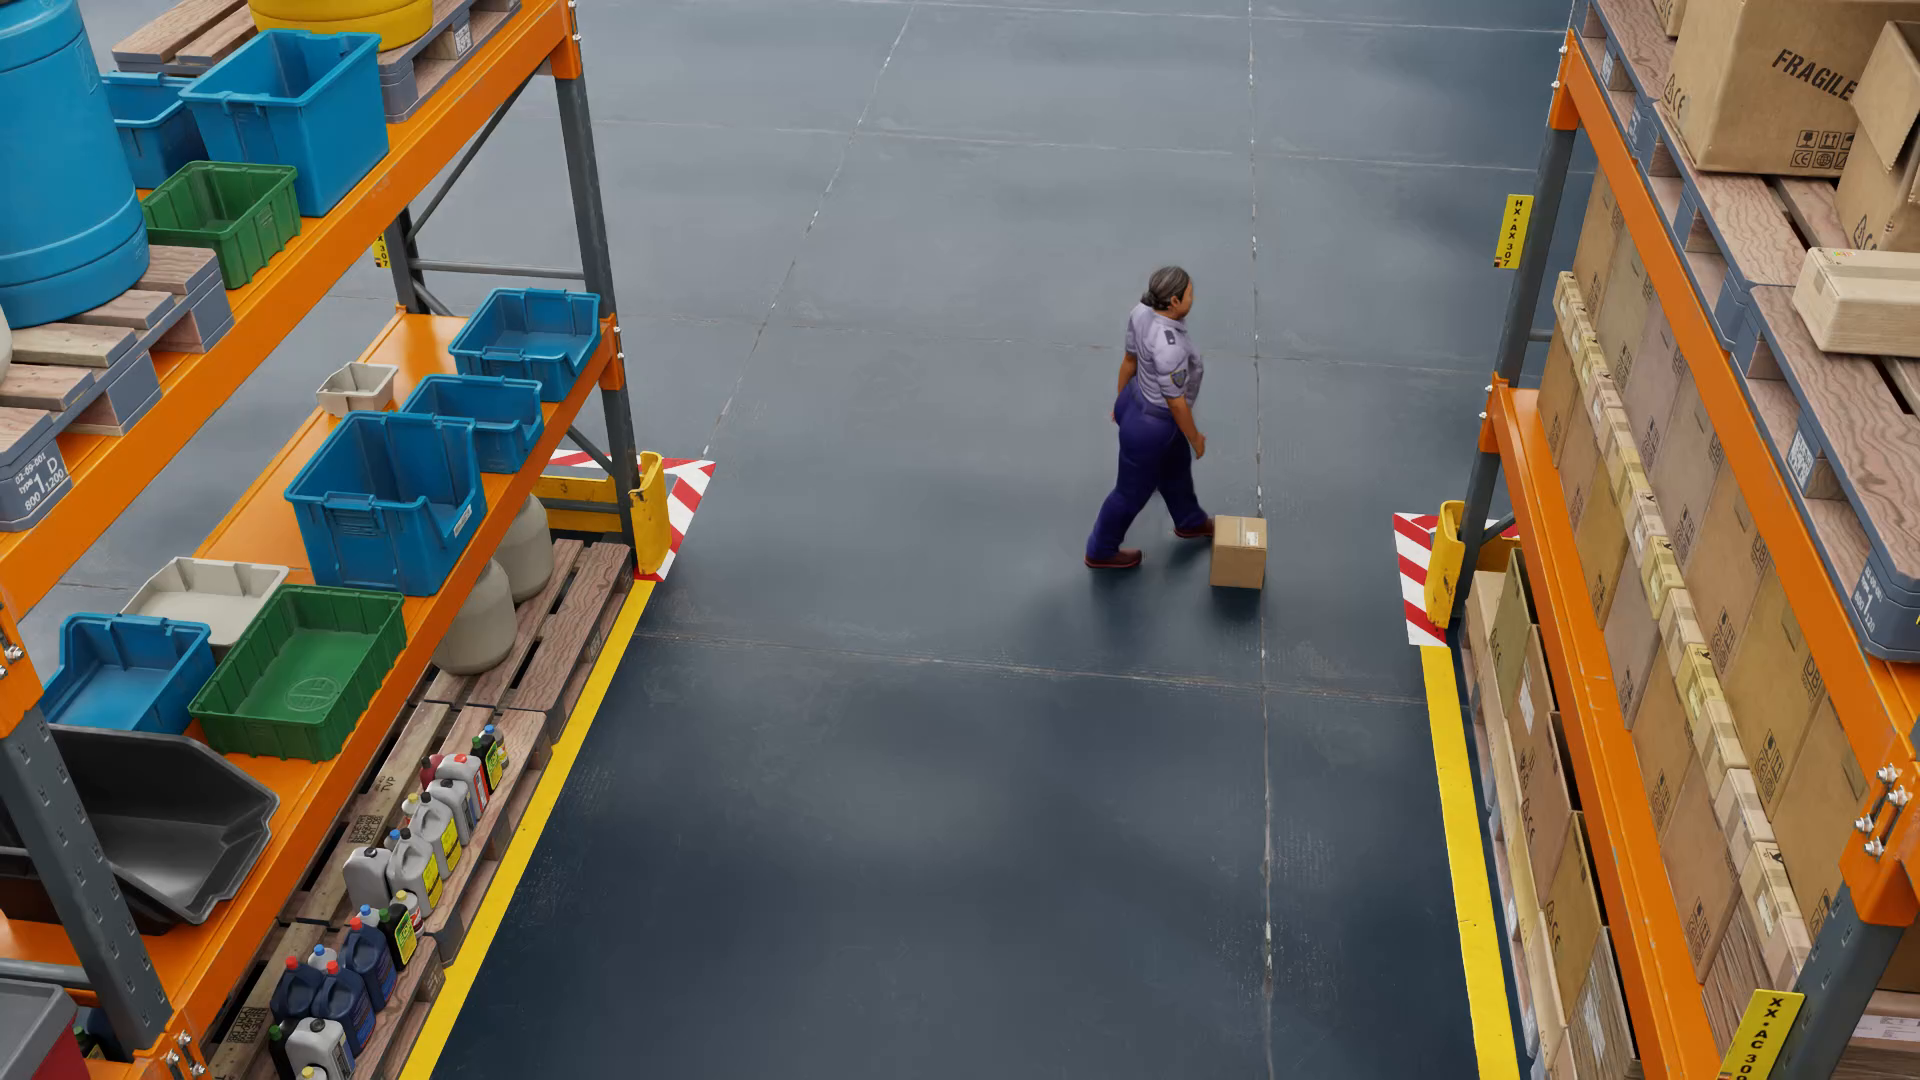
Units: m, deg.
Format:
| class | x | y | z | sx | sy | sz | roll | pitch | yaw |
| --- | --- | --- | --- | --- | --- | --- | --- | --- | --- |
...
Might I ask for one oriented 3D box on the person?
| class | x | y | z | sx | sy | sz | roll | pitch | yaw |
| --- | --- | --- | --- | --- | --- | --- | --- | --- | --- |
| person | 1.002 | -0.556 | 7.788 | 0.786 | 1.624 | 0.523 | -4 | 37 | -6 |
